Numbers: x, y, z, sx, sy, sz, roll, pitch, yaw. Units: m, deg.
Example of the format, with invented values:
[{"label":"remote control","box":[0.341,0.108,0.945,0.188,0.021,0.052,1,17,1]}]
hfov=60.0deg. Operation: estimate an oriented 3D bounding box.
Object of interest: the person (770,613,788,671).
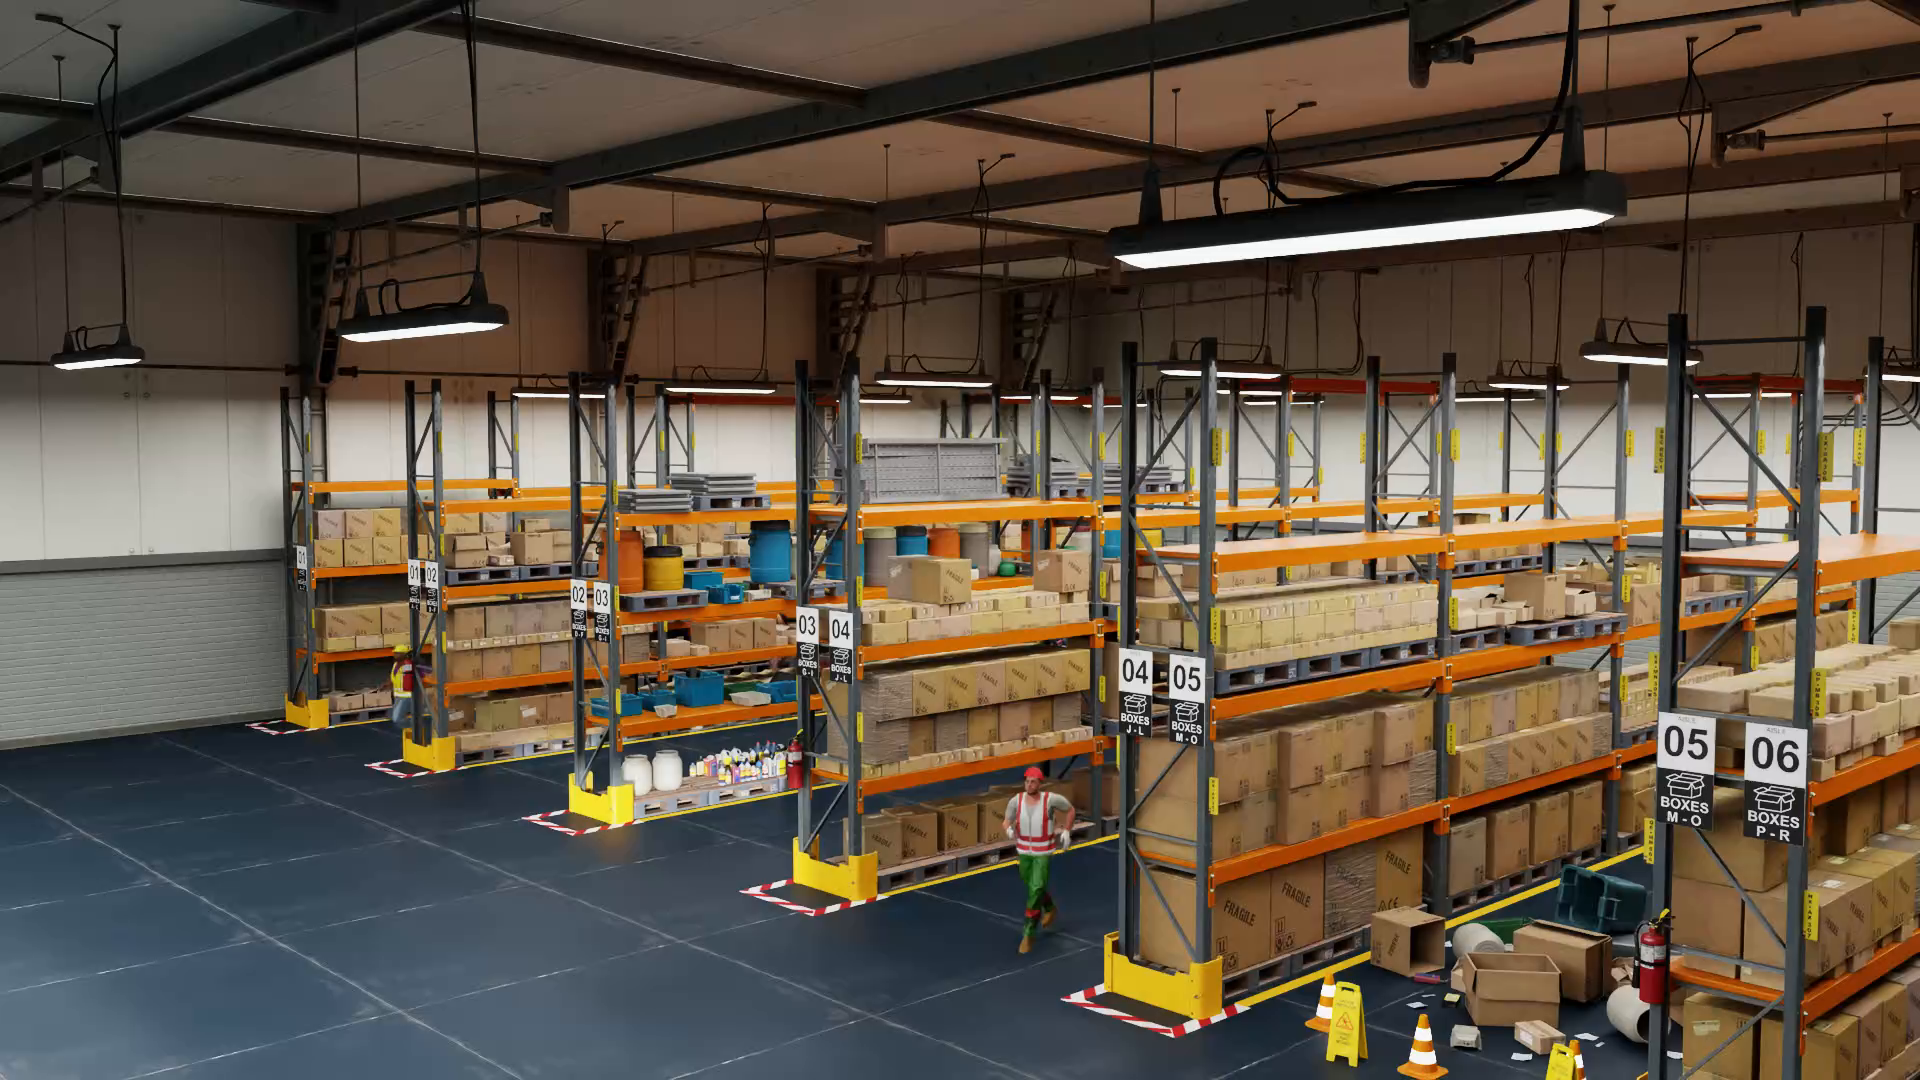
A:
[{"label":"person","box":[-3.563,2.249,32.870,0.555,1.622,0.576,-3,5,-44]}]

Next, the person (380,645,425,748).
[{"label":"person","box":[-9.128,2.567,27.202,0.720,1.716,0.596,3,5,39]}]

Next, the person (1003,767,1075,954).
[{"label":"person","box":[0.783,3.206,16.884,0.690,1.848,0.913,2,4,24]}]

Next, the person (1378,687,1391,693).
[{"label":"person","box":[6.018,2.919,23.484,0.570,1.516,0.885,3,5,42]}]
